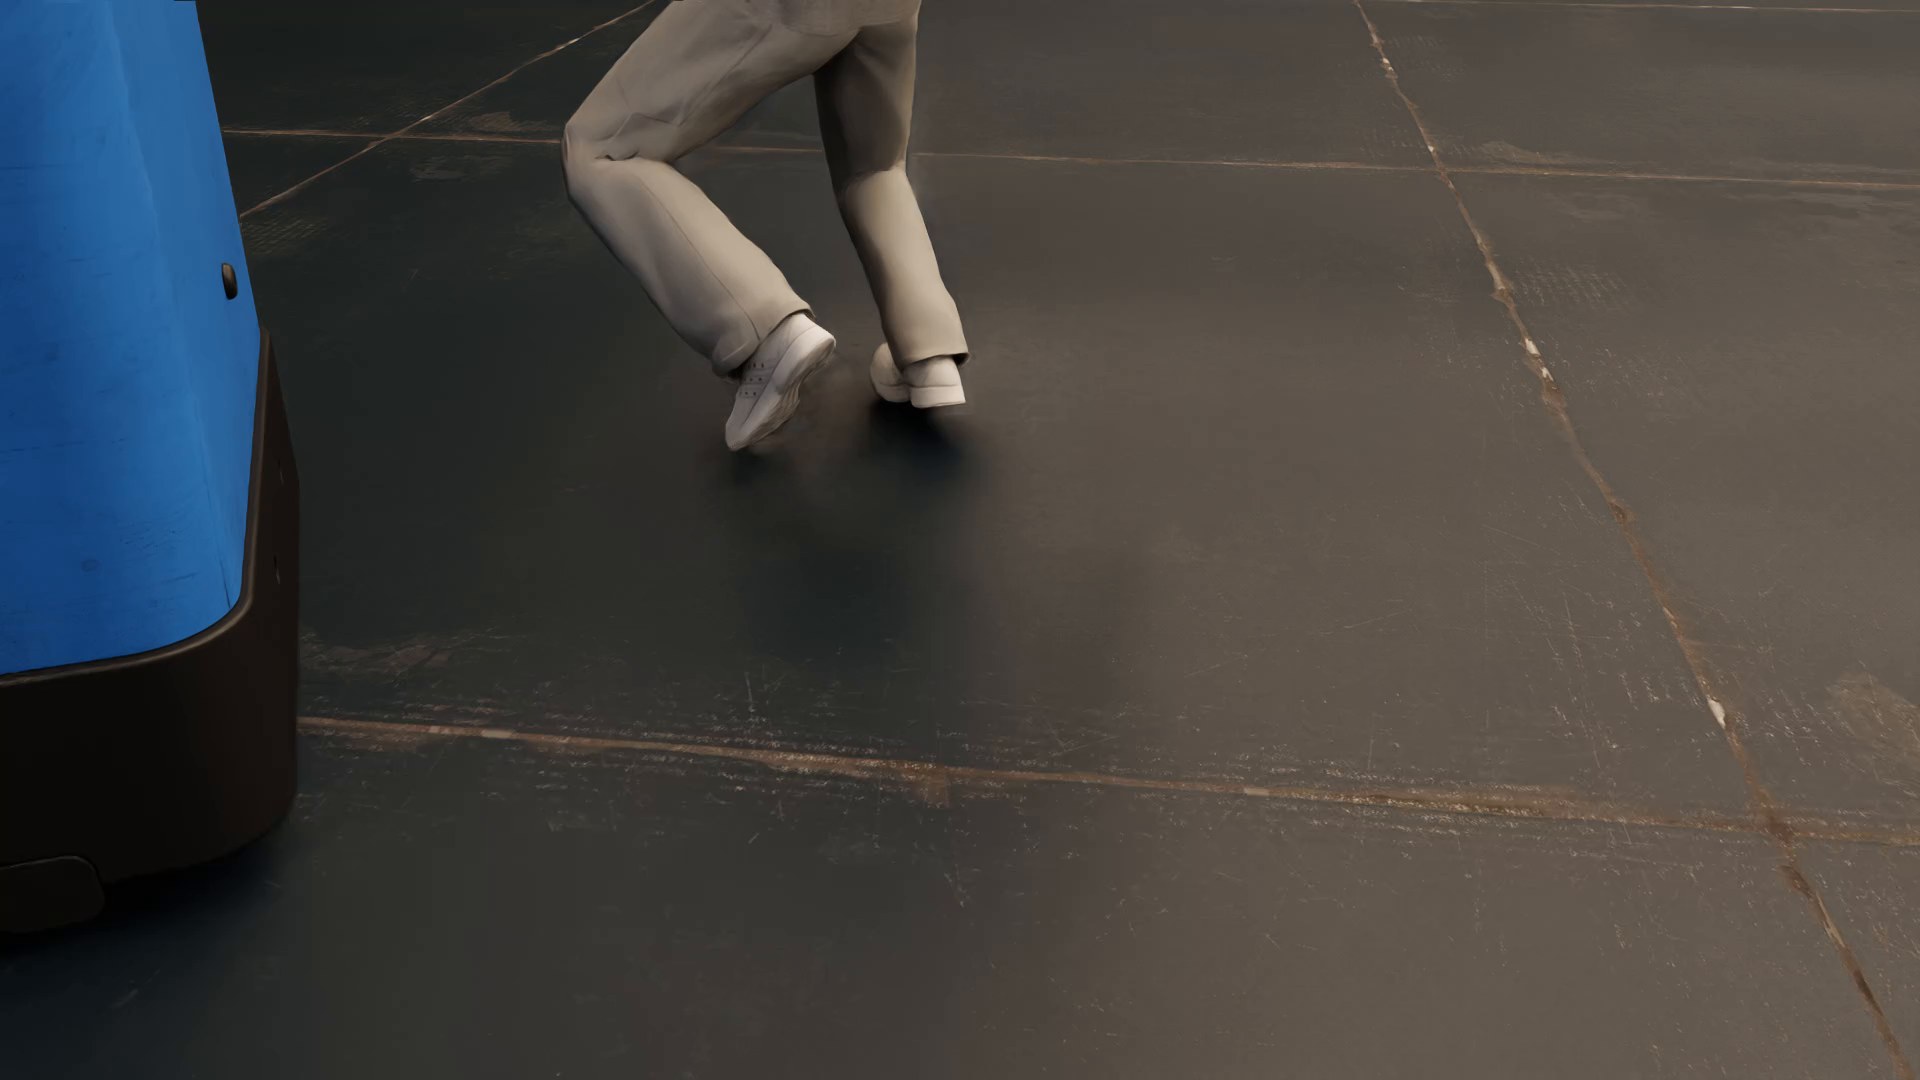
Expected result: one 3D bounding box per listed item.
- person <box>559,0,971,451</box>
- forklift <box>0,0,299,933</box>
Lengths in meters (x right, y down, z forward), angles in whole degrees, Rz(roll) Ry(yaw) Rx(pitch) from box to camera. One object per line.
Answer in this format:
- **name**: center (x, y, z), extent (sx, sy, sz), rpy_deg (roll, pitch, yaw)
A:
- **person**: center (-0.153, -0.917, 2.566), extent (0.877, 1.555, 0.691), rpy_deg (-22, 34, -37)
- **forklift**: center (-2.286, -0.929, 1.080), extent (3.031, 2.935, 1.130), rpy_deg (-9, 28, -17)
